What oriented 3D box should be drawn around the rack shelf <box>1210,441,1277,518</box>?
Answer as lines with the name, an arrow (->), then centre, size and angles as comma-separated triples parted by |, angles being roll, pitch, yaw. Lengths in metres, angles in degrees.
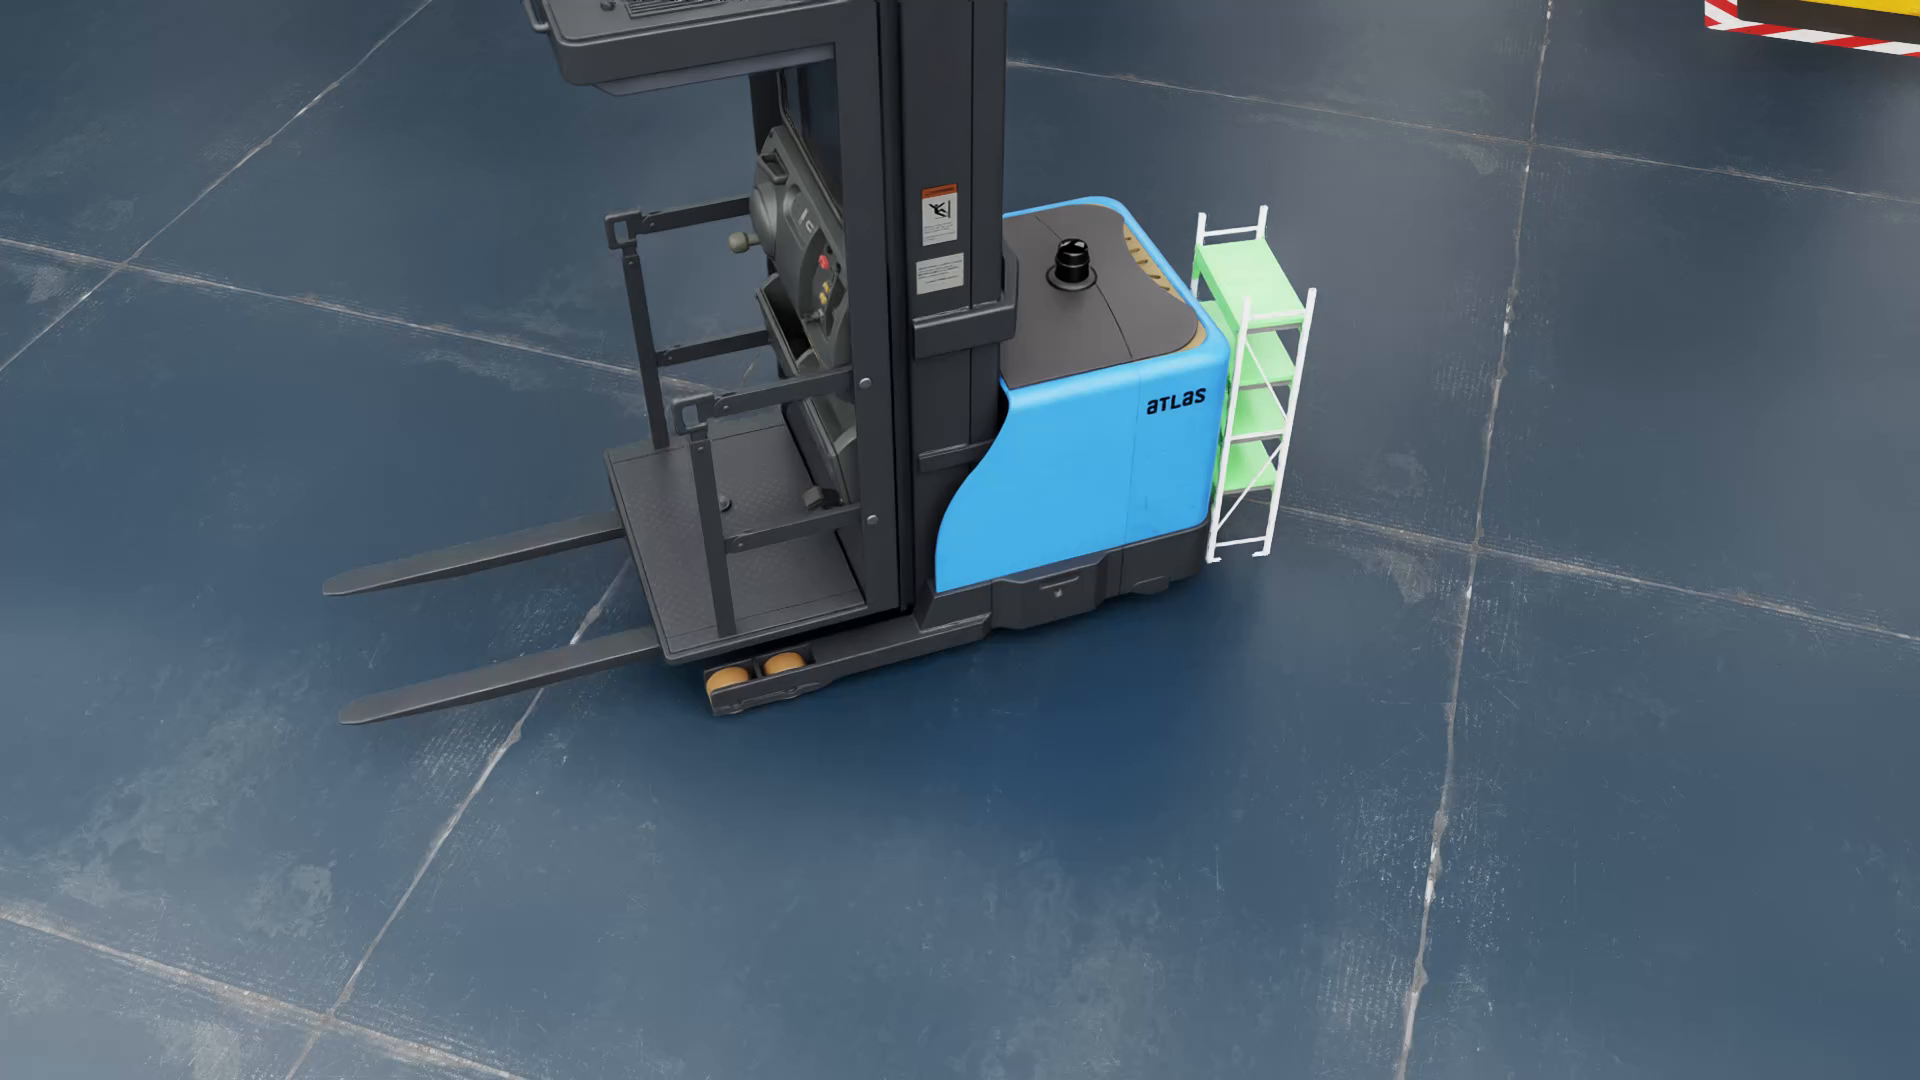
rack shelf -> 0.985, -0.313, 6.146 | 0.258, 0.148, 0.480 | -8, 45, -8

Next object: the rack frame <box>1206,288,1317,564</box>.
rack frame -> 1.031, -0.363, 5.763 | 0.240, 1.200, 0.015 | -8, 45, -8

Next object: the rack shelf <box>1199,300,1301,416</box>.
rack shelf -> 0.983, -0.656, 5.810 | 0.258, 0.148, 0.480 | -8, 45, -8

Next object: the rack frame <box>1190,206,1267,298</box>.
rack frame -> 0.936, -0.698, 6.105 | 0.240, 1.200, 0.015 | -8, 45, -8

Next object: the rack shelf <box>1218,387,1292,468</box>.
rack shelf -> 0.984, -0.485, 5.978 | 0.258, 0.148, 0.480 | -8, 45, -8

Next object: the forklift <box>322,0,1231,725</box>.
forklift -> -0.678, -0.875, 5.049 | 3.031, 2.935, 1.130 | -14, 46, -14

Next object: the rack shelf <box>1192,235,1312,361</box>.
rack shelf -> 0.983, -0.828, 5.642 | 0.258, 0.148, 0.480 | -8, 45, -8

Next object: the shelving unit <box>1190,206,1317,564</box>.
shelving unit -> 0.984, -0.531, 5.934 | 0.258, 1.200, 0.503 | -8, 45, -8
